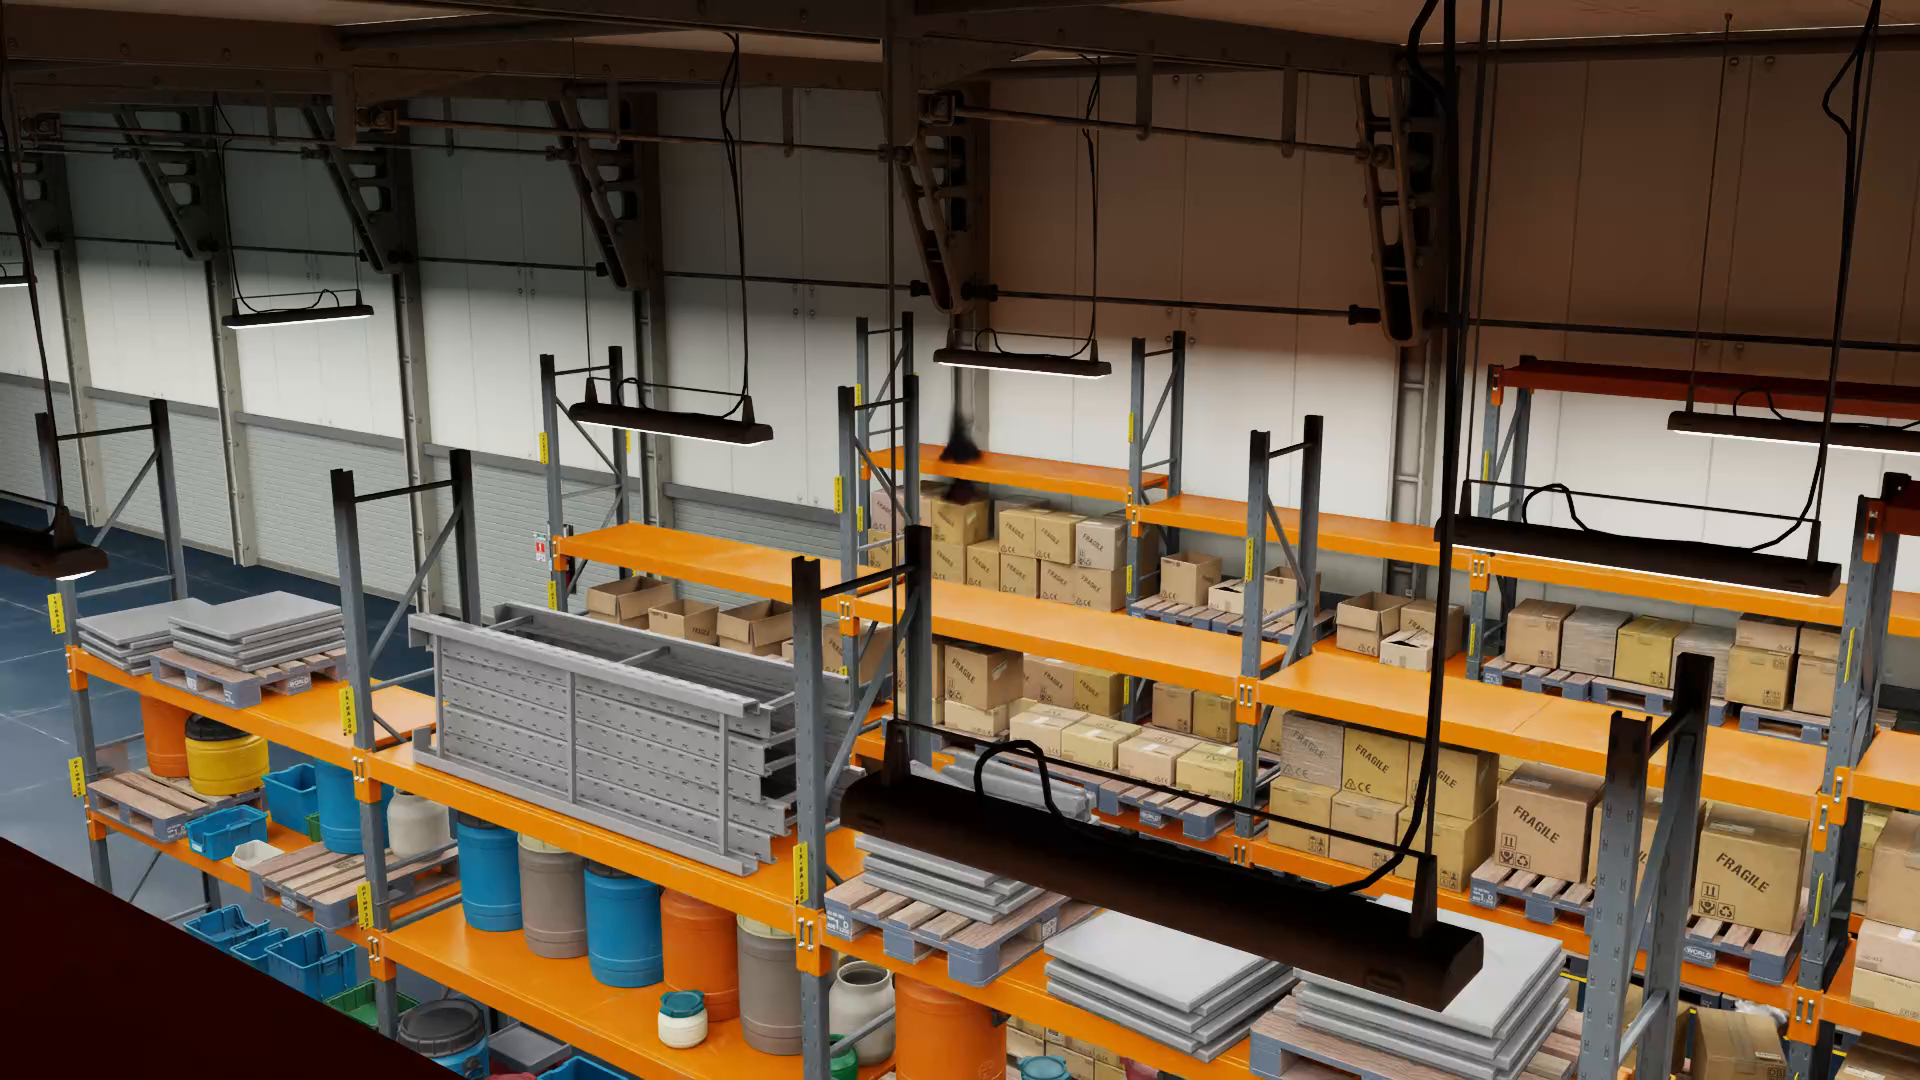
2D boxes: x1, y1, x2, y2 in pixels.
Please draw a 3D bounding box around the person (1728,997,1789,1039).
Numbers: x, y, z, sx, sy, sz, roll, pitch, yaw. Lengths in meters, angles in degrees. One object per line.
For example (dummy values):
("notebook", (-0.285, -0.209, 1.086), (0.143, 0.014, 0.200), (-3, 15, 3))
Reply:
("person", (6.262, 4.233, 13.246), (0.749, 1.737, 0.566), (10, 17, 38))
